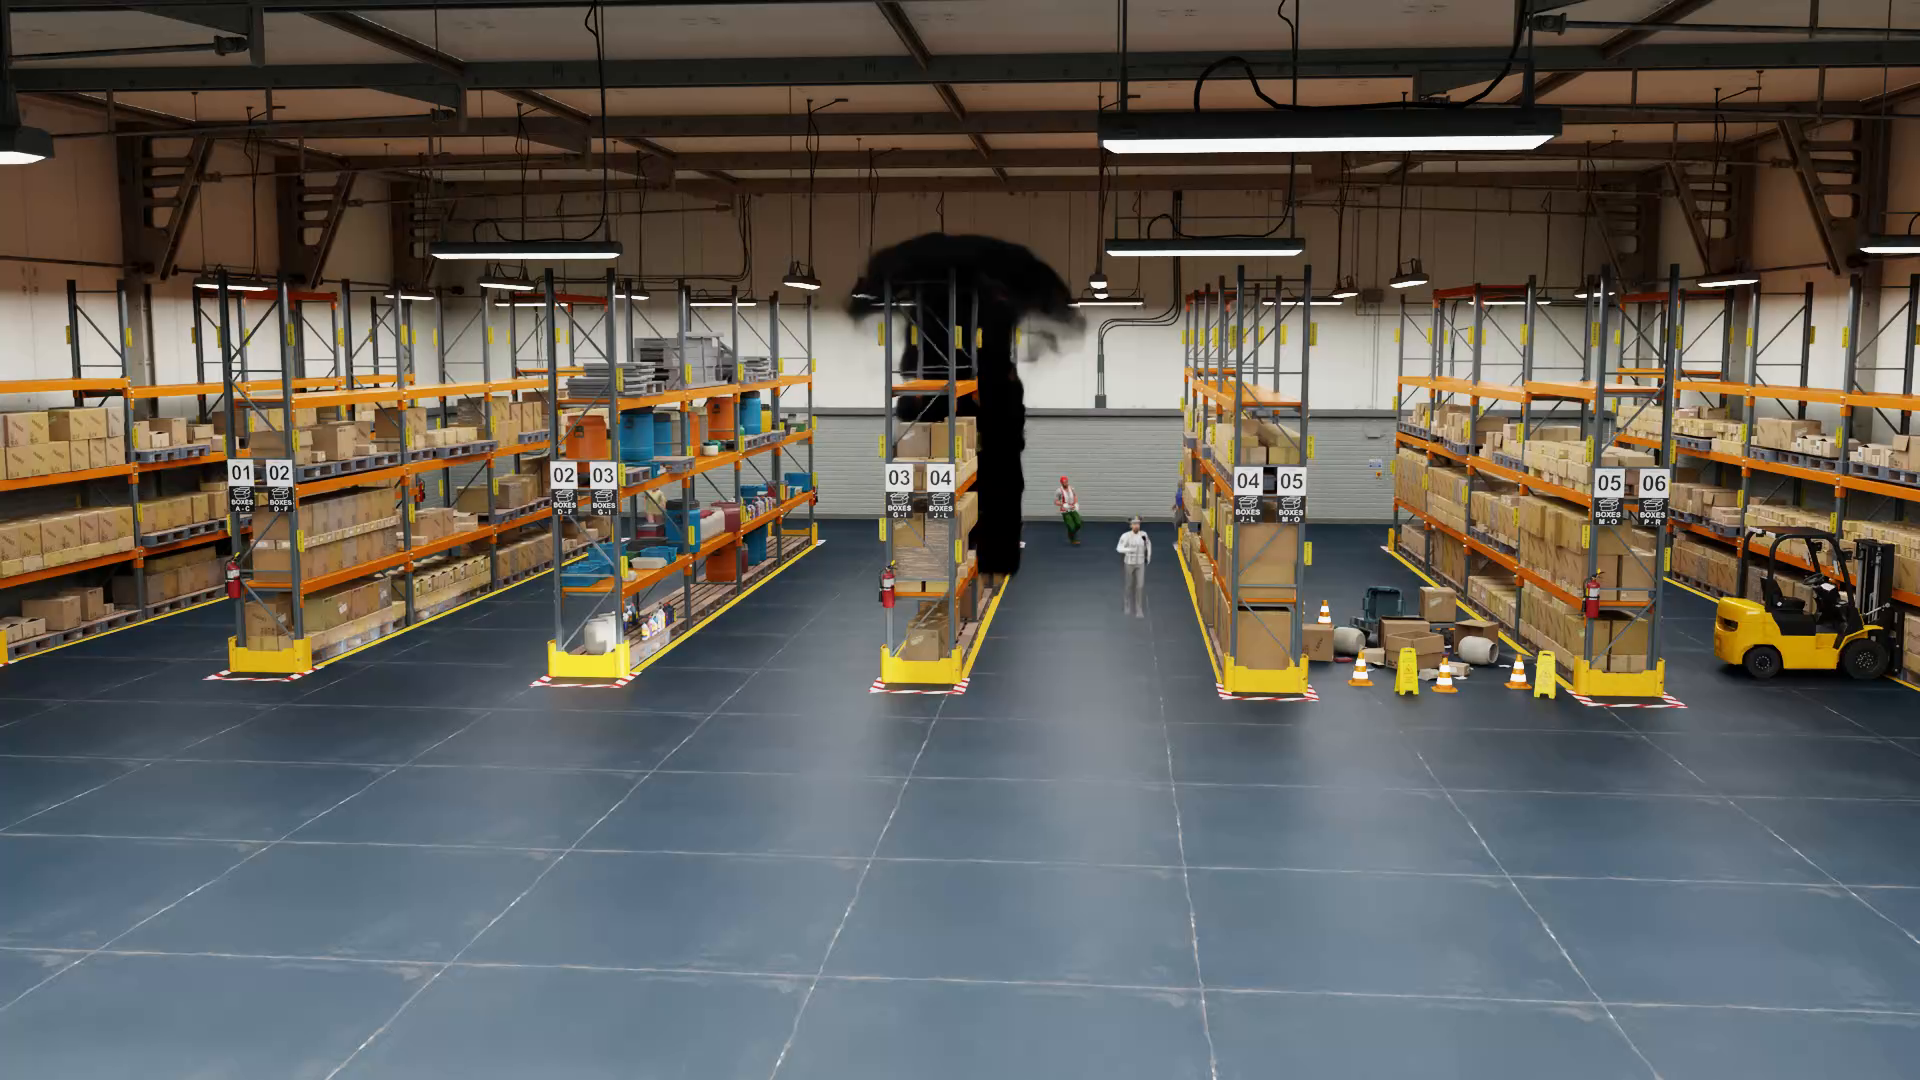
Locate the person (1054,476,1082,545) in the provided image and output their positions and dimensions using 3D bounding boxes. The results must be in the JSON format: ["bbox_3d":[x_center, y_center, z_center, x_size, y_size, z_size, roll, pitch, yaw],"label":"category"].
[{"bbox_3d":[2.613,-0.707,40.068,0.740,1.691,0.587,-3,8,-24],"label":"person"}]

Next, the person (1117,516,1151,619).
[{"bbox_3d":[2.955,0.447,28.151,0.638,1.738,0.833,-1,7,-6],"label":"person"}]

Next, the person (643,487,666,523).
[{"bbox_3d":[-7.192,-0.578,39.162,0.543,1.713,0.800,-1,7,-7],"label":"person"}]

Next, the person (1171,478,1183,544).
[{"bbox_3d":[5.483,-0.698,40.488,0.610,1.625,0.586,-2,7,-14],"label":"person"}]
